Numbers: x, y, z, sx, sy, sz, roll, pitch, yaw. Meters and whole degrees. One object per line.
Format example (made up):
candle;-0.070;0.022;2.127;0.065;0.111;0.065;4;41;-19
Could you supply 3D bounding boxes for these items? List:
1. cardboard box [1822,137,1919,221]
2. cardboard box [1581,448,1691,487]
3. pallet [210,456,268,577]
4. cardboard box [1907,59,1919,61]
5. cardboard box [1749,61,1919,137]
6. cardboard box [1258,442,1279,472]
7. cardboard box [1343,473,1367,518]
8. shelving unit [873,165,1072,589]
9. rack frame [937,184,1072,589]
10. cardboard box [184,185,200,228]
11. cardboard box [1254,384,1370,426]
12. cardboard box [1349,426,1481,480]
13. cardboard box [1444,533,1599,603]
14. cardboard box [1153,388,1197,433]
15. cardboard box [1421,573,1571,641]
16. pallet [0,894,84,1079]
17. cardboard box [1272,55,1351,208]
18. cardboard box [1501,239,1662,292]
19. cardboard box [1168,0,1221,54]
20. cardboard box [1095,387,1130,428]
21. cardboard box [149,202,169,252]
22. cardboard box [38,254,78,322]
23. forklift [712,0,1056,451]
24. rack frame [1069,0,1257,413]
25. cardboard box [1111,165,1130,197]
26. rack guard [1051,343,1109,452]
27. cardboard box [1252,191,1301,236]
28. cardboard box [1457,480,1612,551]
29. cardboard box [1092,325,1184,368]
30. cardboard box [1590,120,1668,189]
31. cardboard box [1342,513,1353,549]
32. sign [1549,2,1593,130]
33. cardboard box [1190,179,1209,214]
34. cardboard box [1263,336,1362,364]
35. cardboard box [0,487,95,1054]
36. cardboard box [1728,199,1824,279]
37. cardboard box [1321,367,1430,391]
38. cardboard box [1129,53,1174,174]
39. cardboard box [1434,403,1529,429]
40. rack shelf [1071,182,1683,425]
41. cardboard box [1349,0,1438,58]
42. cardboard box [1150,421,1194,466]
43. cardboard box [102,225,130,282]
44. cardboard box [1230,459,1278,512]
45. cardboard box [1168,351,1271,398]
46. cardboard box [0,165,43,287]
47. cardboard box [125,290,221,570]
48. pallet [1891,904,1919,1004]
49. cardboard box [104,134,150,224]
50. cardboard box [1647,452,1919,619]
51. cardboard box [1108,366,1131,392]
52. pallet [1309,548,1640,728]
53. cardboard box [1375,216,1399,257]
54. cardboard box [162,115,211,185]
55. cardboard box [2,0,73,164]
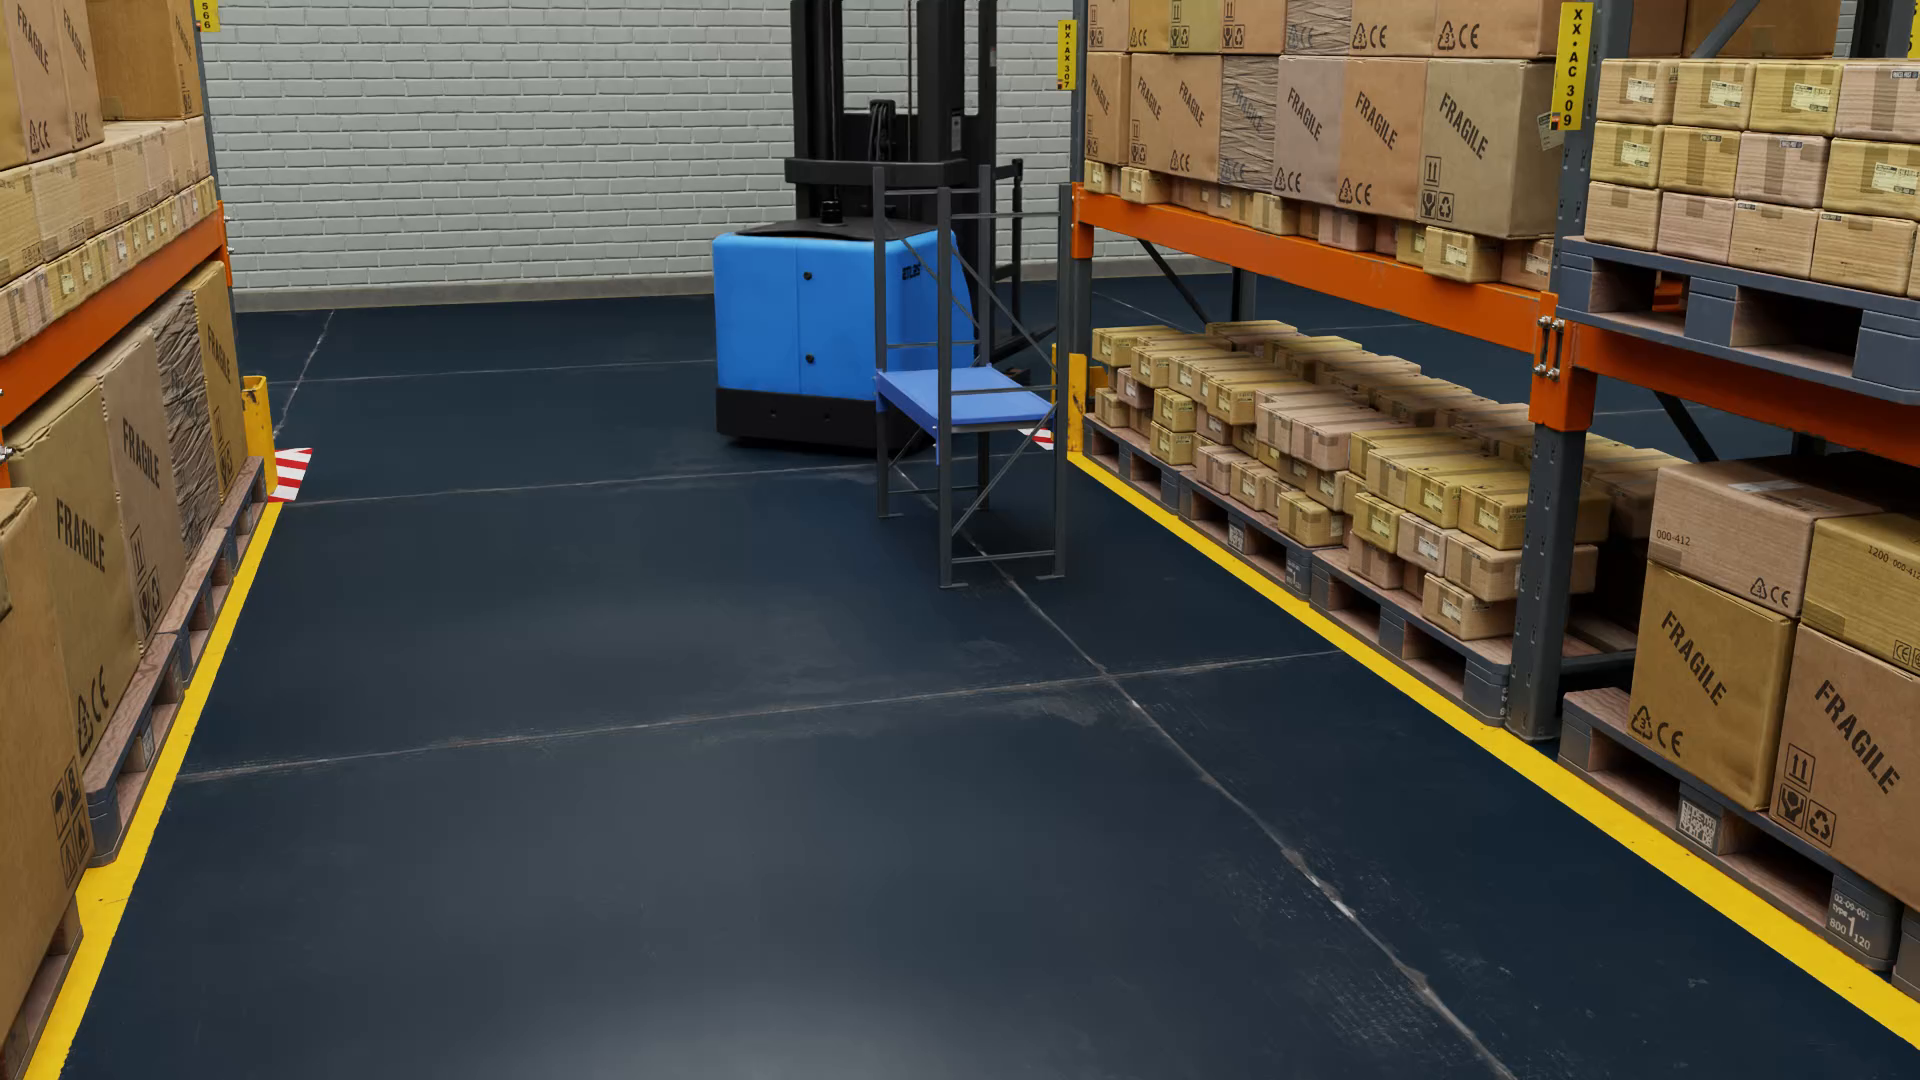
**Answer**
cardboard box;2.028;-0.749;3.422;0.380;0.149;0.250;-5;18;-18
cardboard box;2.231;-0.199;5.593;0.380;0.149;0.250;-4;17;-13
pallet;-3.456;-0.078;6.845;1.003;0.211;1.213;-5;17;-15
cardboard box;2.518;-1.082;4.013;0.380;0.149;0.250;-5;17;-17
cardboard box;1.962;-0.959;3.603;0.380;0.149;0.250;-5;17;-15
cardboard box;1.426;-0.372;6.685;0.380;0.149;0.250;-4;17;-13
cardboard box;1.602;-0.150;5.946;0.380;0.149;0.250;-5;17;-15
shelving unit;0.023;-0.695;6.658;0.538;1.500;1.048;-5;17;-15
rack frame;0.163;-0.554;6.190;0.500;1.500;0.032;-5;17;-15
cardboard box;-3.195;-1.294;6.482;0.380;0.149;0.250;-5;17;-15
cardboard box;1.405;-0.517;6.651;0.380;0.149;0.250;-5;17;-15
cardboard box;1.617;-0.298;5.923;0.380;0.149;0.250;-4;17;-13
cardboard box;1.753;0.074;5.201;0.380;0.149;0.250;-4;17;-14
cardboard box;1.083;-0.585;7.394;0.380;0.149;0.250;-4;17;-14
cardboard box;1.710;0.197;5.309;0.380;0.149;0.250;-4;17;-15
pallet;-2.367;1.021;3.186;1.003;0.211;1.213;-5;17;-15
cardboard box;1.464;-1.469;5.939;0.500;0.500;0.500;-5;17;-16
cardboard box;1.842;-0.826;4.926;0.380;0.149;0.250;-5;17;-16
cardboard box;1.180;-2.232;6.739;0.500;0.500;0.500;-5;17;-16
cardboard box;0.882;-0.658;8.154;0.380;0.149;0.250;-4;17;-14
cardboard box;-2.982;-1.082;5.775;0.380;0.149;0.250;-5;17;-15
cardboard box;-2.558;-0.655;4.356;0.380;0.149;0.250;-4;17;-13
forklift;-0.232;-2.230;9.280;1.130;2.935;3.031;7;18;21
rack frame;1.046;-1.993;8.371;1.000;3.000;0.127;-5;17;-15
cardboard box;0.930;-1.690;7.800;0.380;0.149;0.250;-4;17;-13
rack guard;1.067;-0.774;8.661;1.175;0.500;0.348;-5;17;-15
cardboard box;1.343;-1.253;6.346;0.380;0.149;0.250;-4;17;-14
cardboard box;1.797;-0.085;5.211;0.380;0.149;0.250;-4;17;-14
cardboard box;0.863;-0.941;8.064;0.380;0.149;0.250;-6;18;-18
cardboard box;1.811;-0.964;4.137;0.380;0.149;0.250;-4;17;-14
cardboard box;1.629;-0.032;6.071;0.380;0.149;0.250;-5;17;-17
sign;1.626;-1.256;4.414;0.100;0.325;0.005;-5;17;-15
cardboard box;1.206;-1.473;7.079;0.380;0.149;0.250;-5;17;-16
cardboard box;1.642;-0.851;7.763;0.380;0.149;0.250;-5;17;-16
cardboard box;-2.456;0.470;3.137;1.225;0.875;0.875;-5;17;-15
cardboard box;1.958;-0.676;3.695;0.380;0.149;0.250;-5;17;-15
cardboard box;1.746;-0.623;7.004;0.380;0.149;0.250;-5;18;-17
cardboard box;1.075;-1.891;7.342;0.500;0.500;0.500;-5;17;-15
cardboard box;2.029;-0.413;6.303;0.380;0.149;0.250;-4;17;-14
rack shelf;1.596;-1.095;6.633;1.077;0.370;4.000;-5;17;-15
cardboard box;1.609;-1.807;5.323;0.500;0.500;0.500;-5;18;-17
cardboard box;1.073;-0.445;7.444;0.380;0.149;0.250;-4;17;-15
cardboard box;-2.770;-0.868;5.065;0.380;0.149;0.250;-4;17;-15
cardboard box;1.320;-0.231;6.734;0.380;0.149;0.250;-5;17;-15
cardboard box;1.149;-0.733;7.369;0.380;0.149;0.250;-6;18;-18
cardboard box;-2.529;-0.743;3.956;0.500;0.250;0.500;-5;17;-16
cardboard box;-3.248;-0.390;5.998;0.875;0.875;0.875;-5;17;-15
pallet;2.699;1.003;3.247;1.003;0.211;1.213;-5;17;-15
cardboard box;-2.936;-1.161;5.347;0.500;0.250;0.500;-5;17;-15
cardboard box;2.094;-0.024;4.129;0.500;0.250;0.500;-5;18;-18
cardboard box;0.943;-0.806;8.128;0.380;0.149;0.250;-4;17;-13
pallet;1.927;0.266;5.698;1.003;0.211;1.213;-5;17;-15
cardboard box;1.645;-1.044;5.651;0.380;0.149;0.250;-5;17;-17
cardboard box;-3.362;-1.586;6.761;0.500;0.250;0.500;-5;17;-16
cardboard box;-2.665;-1.241;4.310;0.500;0.500;0.500;-5;17;-15
